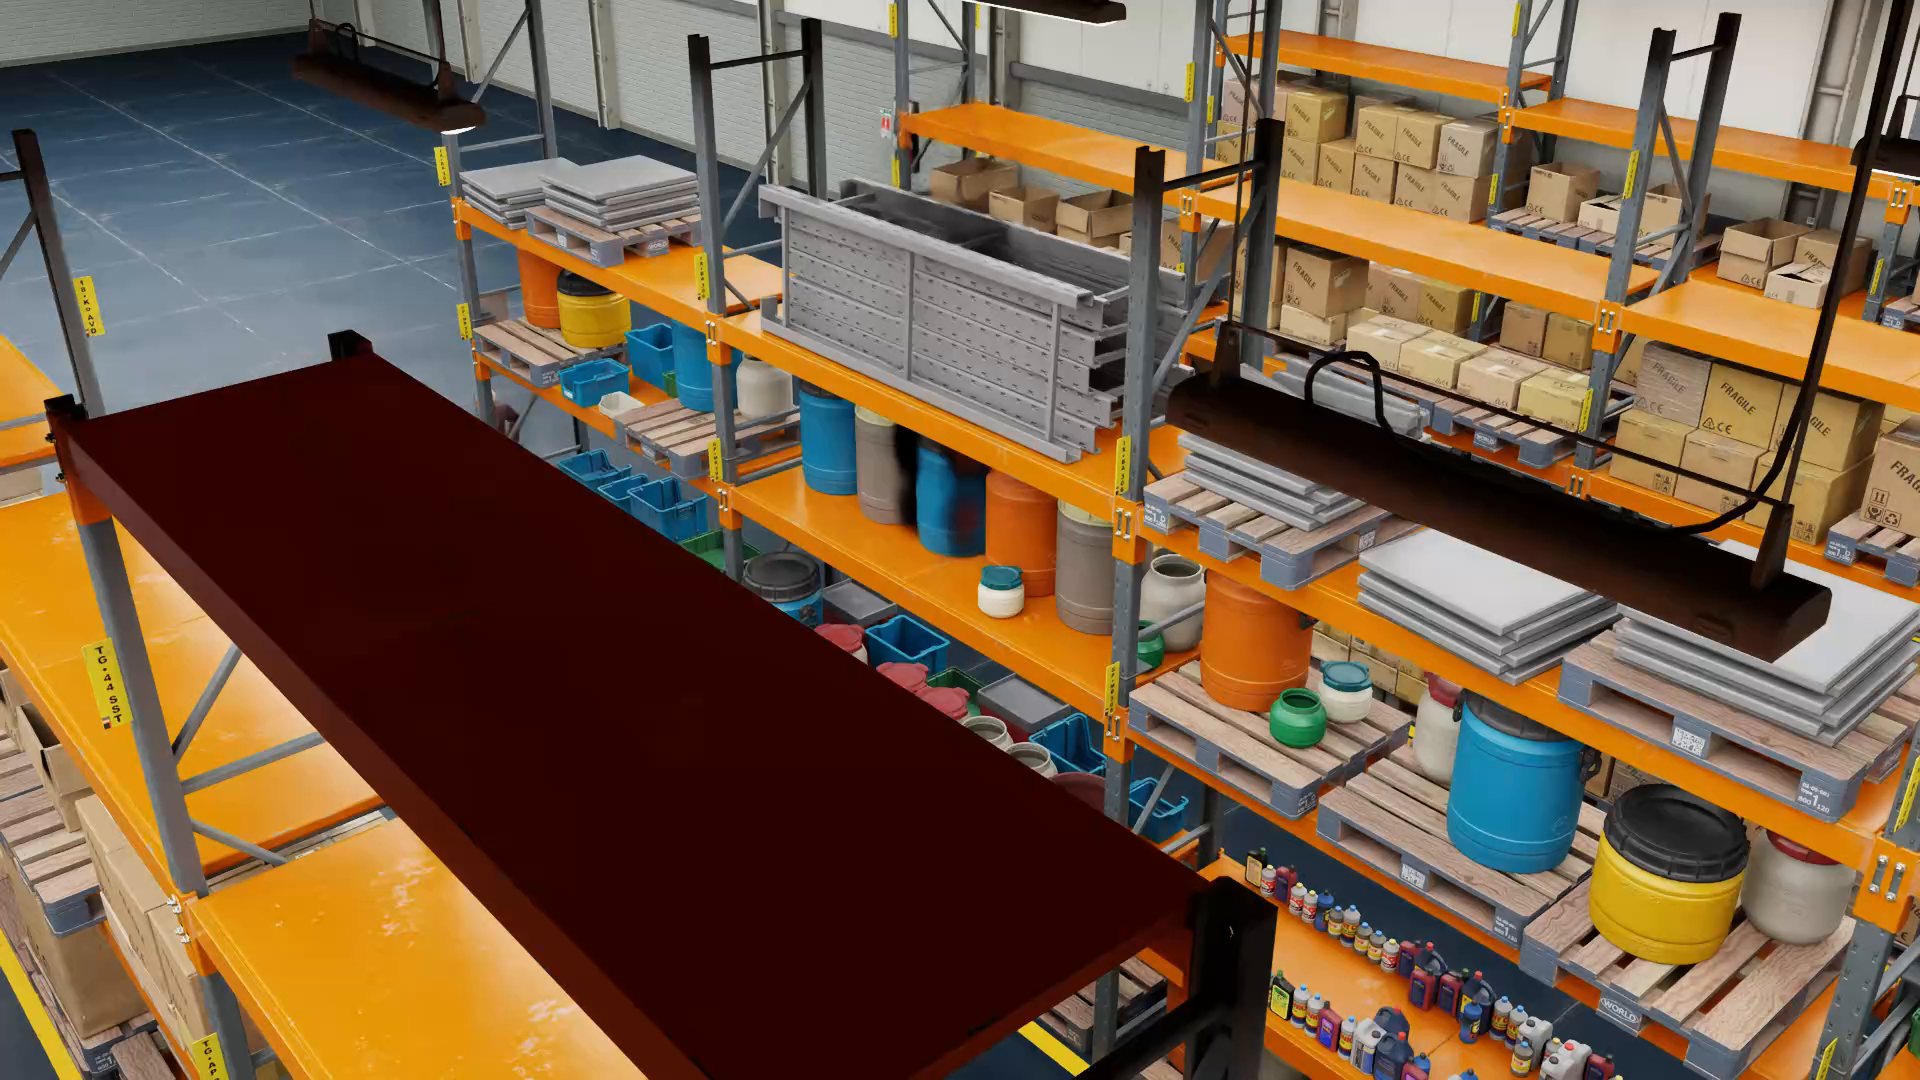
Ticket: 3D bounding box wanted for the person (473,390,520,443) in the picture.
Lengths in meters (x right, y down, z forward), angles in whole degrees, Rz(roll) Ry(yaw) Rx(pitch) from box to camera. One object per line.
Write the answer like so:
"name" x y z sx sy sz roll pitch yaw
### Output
"person" -4.873 -0.799 17.235 0.645 1.704 0.707 -2 27 -5
